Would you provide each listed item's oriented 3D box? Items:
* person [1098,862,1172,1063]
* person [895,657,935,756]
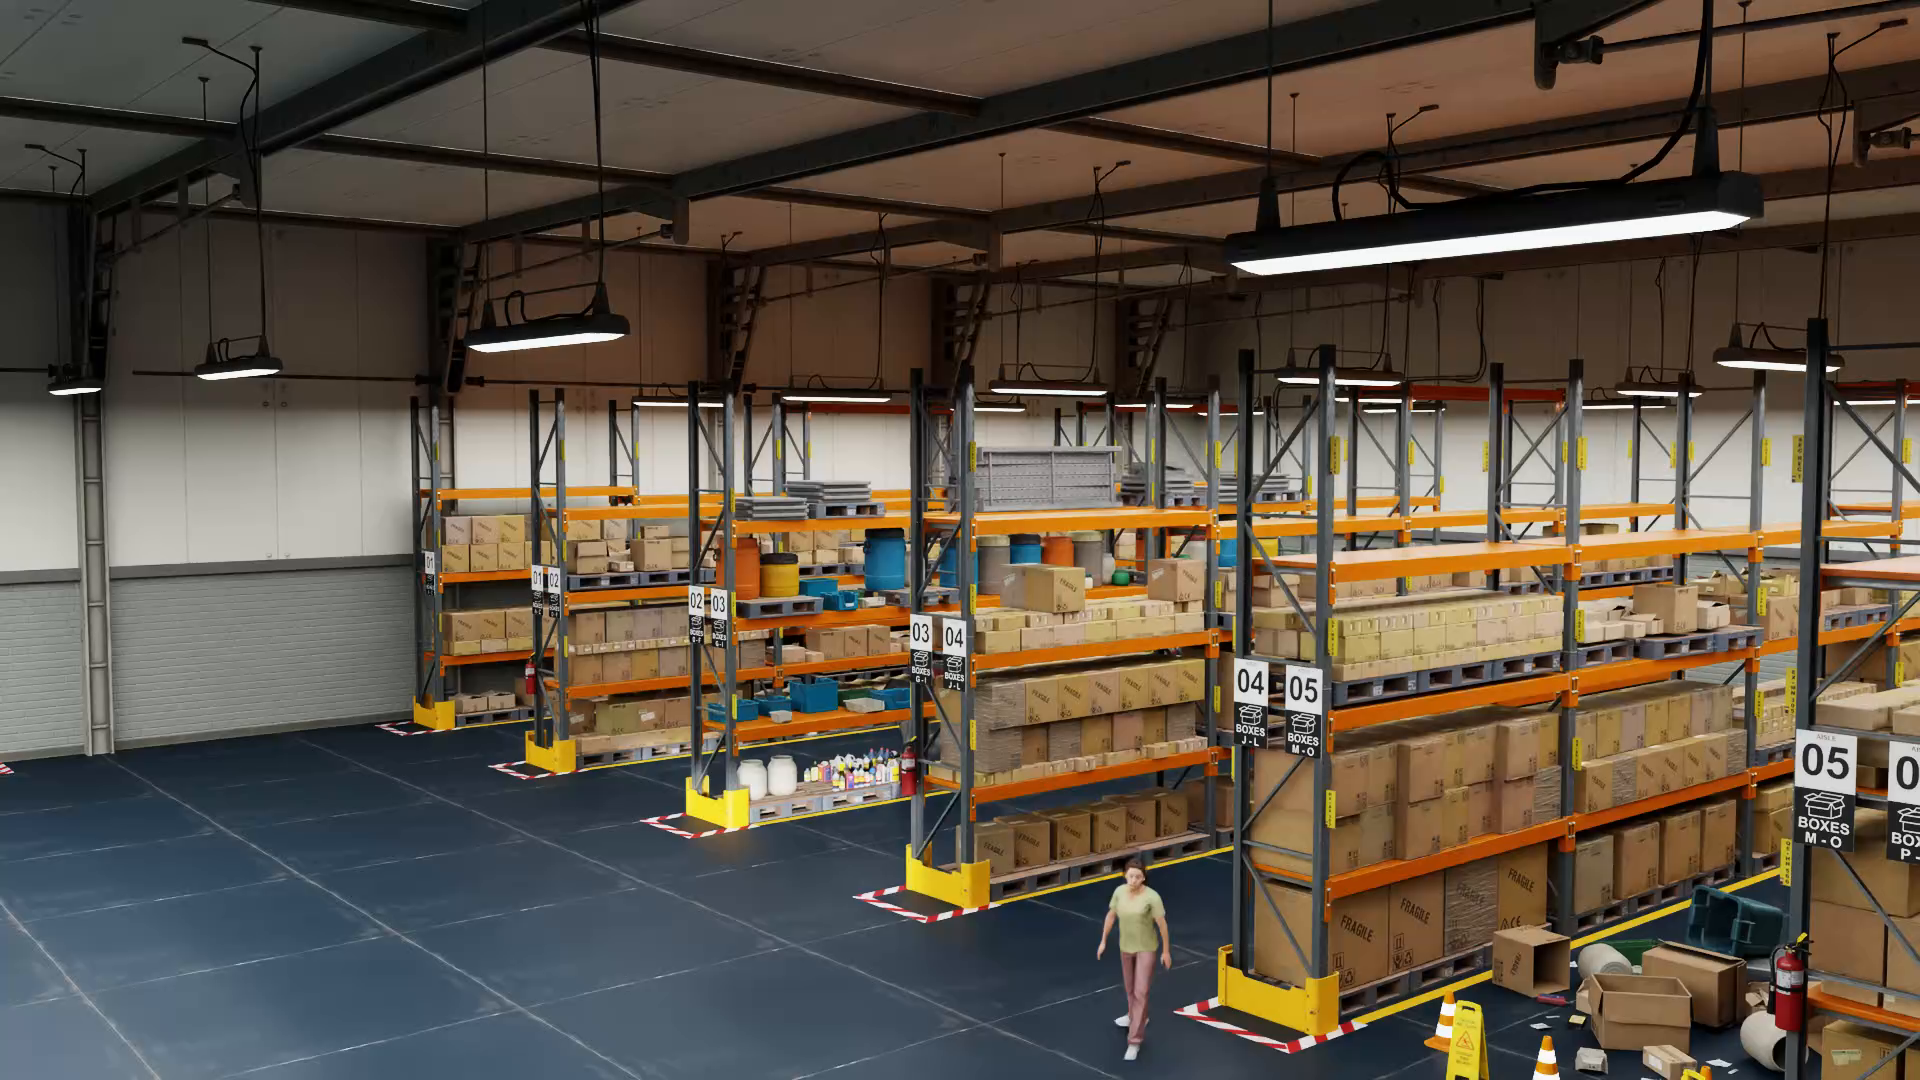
[{"bbox_3d":[1.498,3.524,14.179,0.603,1.593,0.936,2,4,31],"label":"person"},{"bbox_3d":[-0.751,2.725,26.790,0.688,1.714,0.737,0,3,-2],"label":"person"}]
